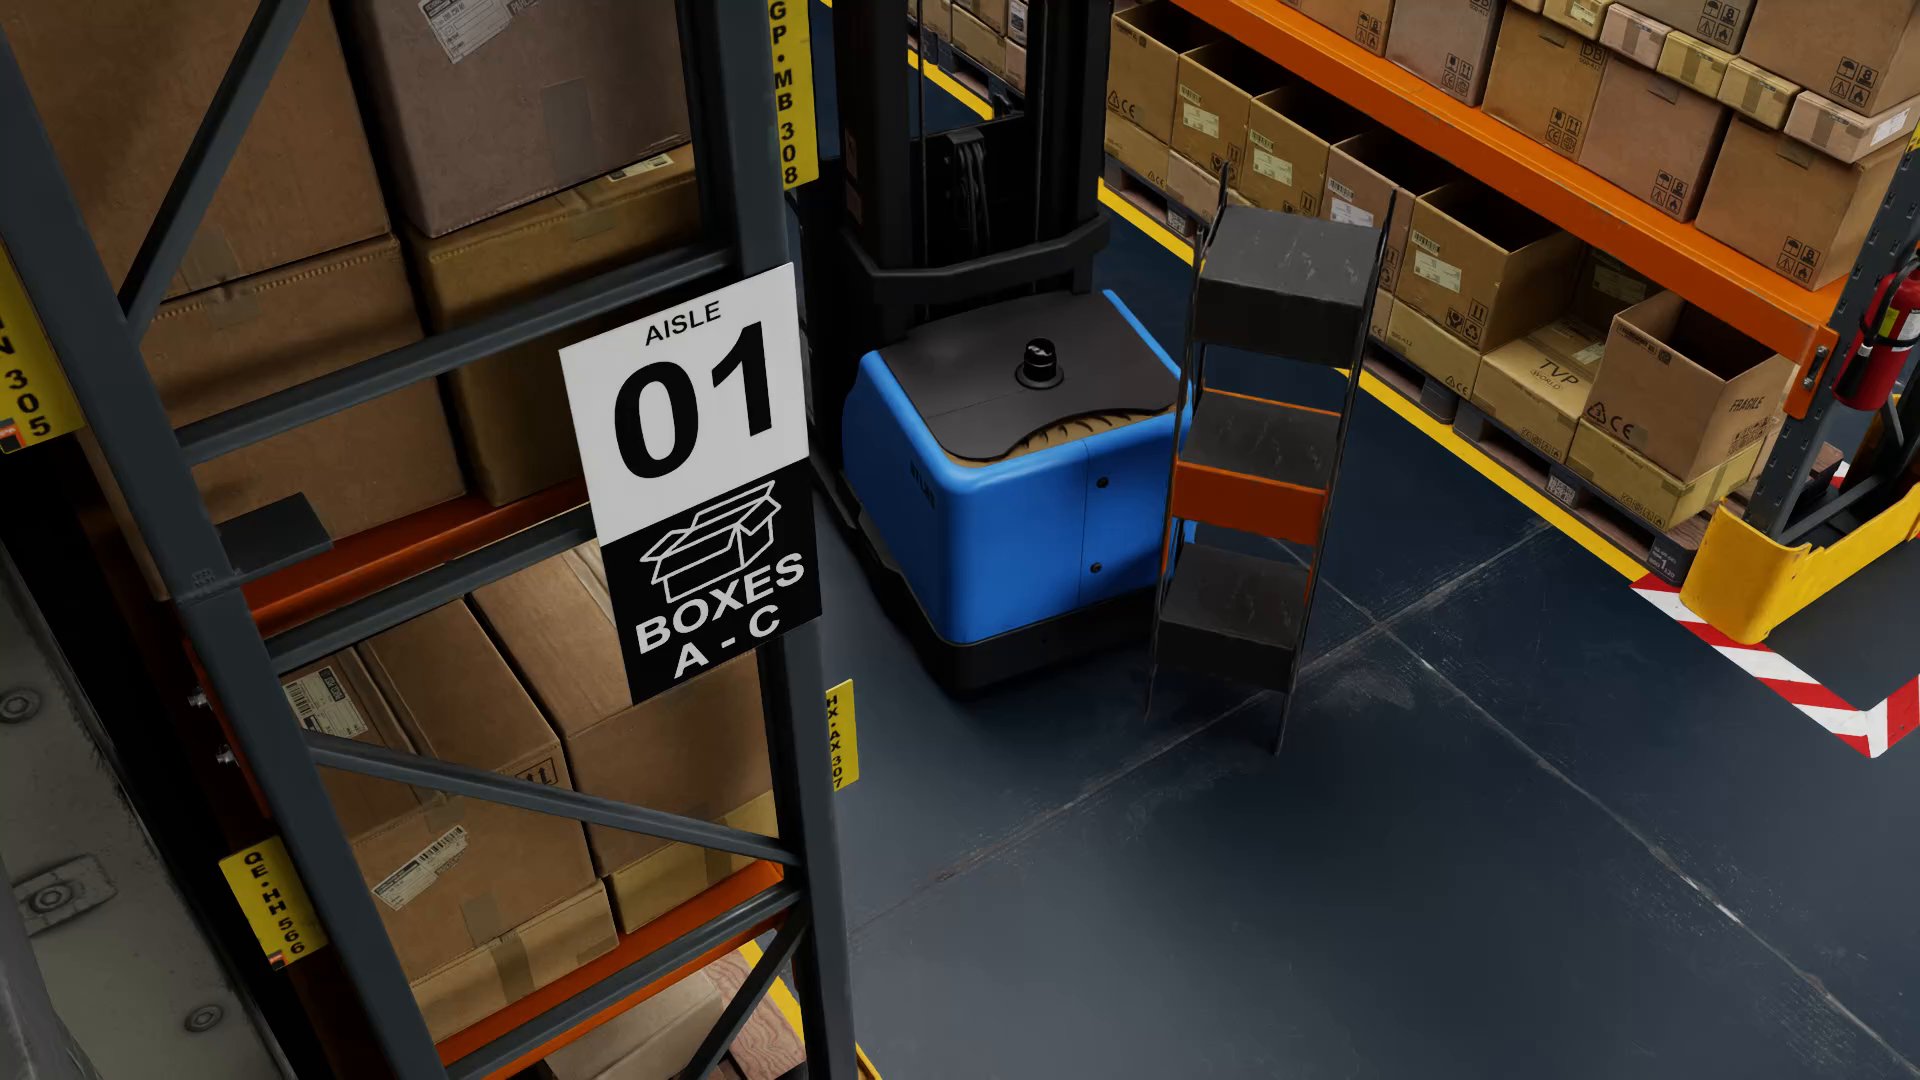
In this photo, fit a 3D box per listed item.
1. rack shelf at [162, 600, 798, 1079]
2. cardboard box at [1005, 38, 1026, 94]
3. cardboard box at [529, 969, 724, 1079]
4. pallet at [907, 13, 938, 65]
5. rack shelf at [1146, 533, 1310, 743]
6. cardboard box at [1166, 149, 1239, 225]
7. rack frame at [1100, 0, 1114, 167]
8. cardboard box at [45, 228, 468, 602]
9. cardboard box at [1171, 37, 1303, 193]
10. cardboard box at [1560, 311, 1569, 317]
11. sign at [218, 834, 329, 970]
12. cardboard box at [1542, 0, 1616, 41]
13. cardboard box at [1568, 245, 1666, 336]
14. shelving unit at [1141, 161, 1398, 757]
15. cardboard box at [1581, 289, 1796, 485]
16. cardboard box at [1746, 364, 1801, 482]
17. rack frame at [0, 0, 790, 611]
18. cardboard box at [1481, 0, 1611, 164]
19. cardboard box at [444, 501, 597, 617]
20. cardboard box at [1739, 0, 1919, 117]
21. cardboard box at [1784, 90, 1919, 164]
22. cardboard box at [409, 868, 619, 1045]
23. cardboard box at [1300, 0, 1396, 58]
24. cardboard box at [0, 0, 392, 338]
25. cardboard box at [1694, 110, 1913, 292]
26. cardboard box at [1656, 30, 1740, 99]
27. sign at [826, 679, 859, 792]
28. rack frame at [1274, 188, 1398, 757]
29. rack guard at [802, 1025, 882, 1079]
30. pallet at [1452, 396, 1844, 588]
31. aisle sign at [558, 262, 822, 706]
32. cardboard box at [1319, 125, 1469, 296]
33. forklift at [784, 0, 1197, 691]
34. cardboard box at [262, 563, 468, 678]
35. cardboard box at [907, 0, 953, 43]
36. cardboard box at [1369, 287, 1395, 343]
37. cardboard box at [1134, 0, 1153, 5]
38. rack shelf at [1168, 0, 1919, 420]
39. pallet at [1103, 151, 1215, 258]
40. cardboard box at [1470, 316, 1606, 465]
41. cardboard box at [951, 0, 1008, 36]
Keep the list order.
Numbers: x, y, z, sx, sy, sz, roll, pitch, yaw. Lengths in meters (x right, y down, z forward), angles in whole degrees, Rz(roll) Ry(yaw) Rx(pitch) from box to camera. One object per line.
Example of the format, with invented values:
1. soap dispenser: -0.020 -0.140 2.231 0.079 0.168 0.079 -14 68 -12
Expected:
1. rack shelf: -1.852 0.078 5.017 1.077 0.370 4.000 -26 49 -24
2. cardboard box: 0.590 -2.552 8.938 0.500 0.250 0.500 -26 50 -25
3. cardboard box: -1.030 1.337 4.806 0.500 0.311 0.500 -31 52 -29
4. pallet: -0.091 -3.359 10.115 1.003 0.211 1.213 -26 49 -24
5. rack shelf: 0.958 0.346 5.898 0.480 0.518 0.431 13 45 13
6. cardboard box: 1.363 -1.764 8.112 0.500 0.250 0.500 -26 49 -24
7. rack frame: 1.065 -3.274 8.007 1.000 3.000 0.127 -26 49 -24
8. cardboard box: -1.154 -0.314 2.648 0.500 0.500 0.500 -22 48 -22
9. cardboard box: 1.366 -2.036 7.855 0.500 0.500 0.500 -26 49 -24
10. cardboard box: 2.654 -1.122 7.441 0.500 0.250 0.500 -26 49 -24
11. sign: -1.175 0.625 2.855 0.100 0.325 0.005 -26 49 -24
12. cardboard box: 2.388 -2.005 6.136 0.380 0.149 0.250 -24 49 -23
13. cardboard box: 2.941 -1.111 6.886 0.500 0.500 0.500 -26 49 -24
14. shelving unit: 0.957 -0.169 5.405 0.503 2.100 0.431 13 45 13
15. cardboard box: 2.802 -0.623 6.375 0.500 0.500 0.500 -26 49 -24
16. cardboard box: 3.229 -0.557 6.849 0.500 0.250 0.500 -26 49 -24
17. rack frame: -0.708 -1.219 1.511 1.000 3.000 0.127 -26 49 -24
18. cardboard box: 2.513 -1.893 6.488 0.700 0.500 0.500 -25 49 -24
19. cardboard box: -1.009 0.053 4.073 0.500 0.500 0.500 -26 49 -24
20. cardboard box: 3.066 -1.813 5.465 0.700 0.500 0.500 -26 49 -24
21. cardboard box: 2.978 -1.420 5.523 0.380 0.149 0.250 -27 50 -25
22. cardboard box: -1.134 0.809 3.824 0.500 0.250 0.500 -25 49 -24
23. cardboard box: 1.915 -2.479 7.102 0.700 0.500 0.500 -25 49 -24
24. cardboard box: -1.169 -0.680 2.307 0.500 0.500 0.500 -24 48 -23
25. cardboard box: 3.096 -1.314 5.882 0.700 0.500 0.500 -26 49 -24
26. cardboard box: 2.681 -1.713 5.830 0.380 0.149 0.250 -26 50 -25
27. sign: -0.263 0.423 3.508 0.100 0.325 0.005 -26 49 -24
28. rack frame: 1.189 -0.117 5.350 0.015 2.100 0.400 13 45 13
29. rack guard: -0.751 1.812 4.490 1.175 0.500 0.348 -26 49 -24
30. pallet: 2.881 -0.416 7.033 1.003 0.211 1.213 -26 49 -24
31. aisle sign: -0.421 -0.068 2.766 0.394 0.787 0.004 -26 49 -24
32. cardboard box: 1.933 -1.467 7.259 0.500 0.500 0.500 -26 49 -24
33. forklift: -0.173 -1.537 6.237 1.130 2.935 3.031 -17 46 -17
34. cardboard box: -1.432 0.254 3.862 0.500 0.500 0.500 -25 49 -24
35. cardboard box: 0.009 -3.128 9.542 0.500 0.250 0.500 -25 49 -24
36. cardboard box: 1.936 -1.198 7.519 0.500 0.250 0.500 -26 49 -24
37. cardboard box: 1.033 -2.967 8.966 0.500 0.311 0.500 -26 49 -24
38. rack shelf: 2.209 -1.881 7.069 1.077 0.370 4.000 -26 49 -24
39. pallet: 1.485 -1.798 8.481 1.003 0.211 1.213 -26 49 -24
40. cardboard box: 2.508 -0.631 6.926 0.500 0.250 0.500 -26 49 -24
41. cardboard box: 0.295 -3.042 9.046 0.500 0.311 0.500 -24 49 -23
